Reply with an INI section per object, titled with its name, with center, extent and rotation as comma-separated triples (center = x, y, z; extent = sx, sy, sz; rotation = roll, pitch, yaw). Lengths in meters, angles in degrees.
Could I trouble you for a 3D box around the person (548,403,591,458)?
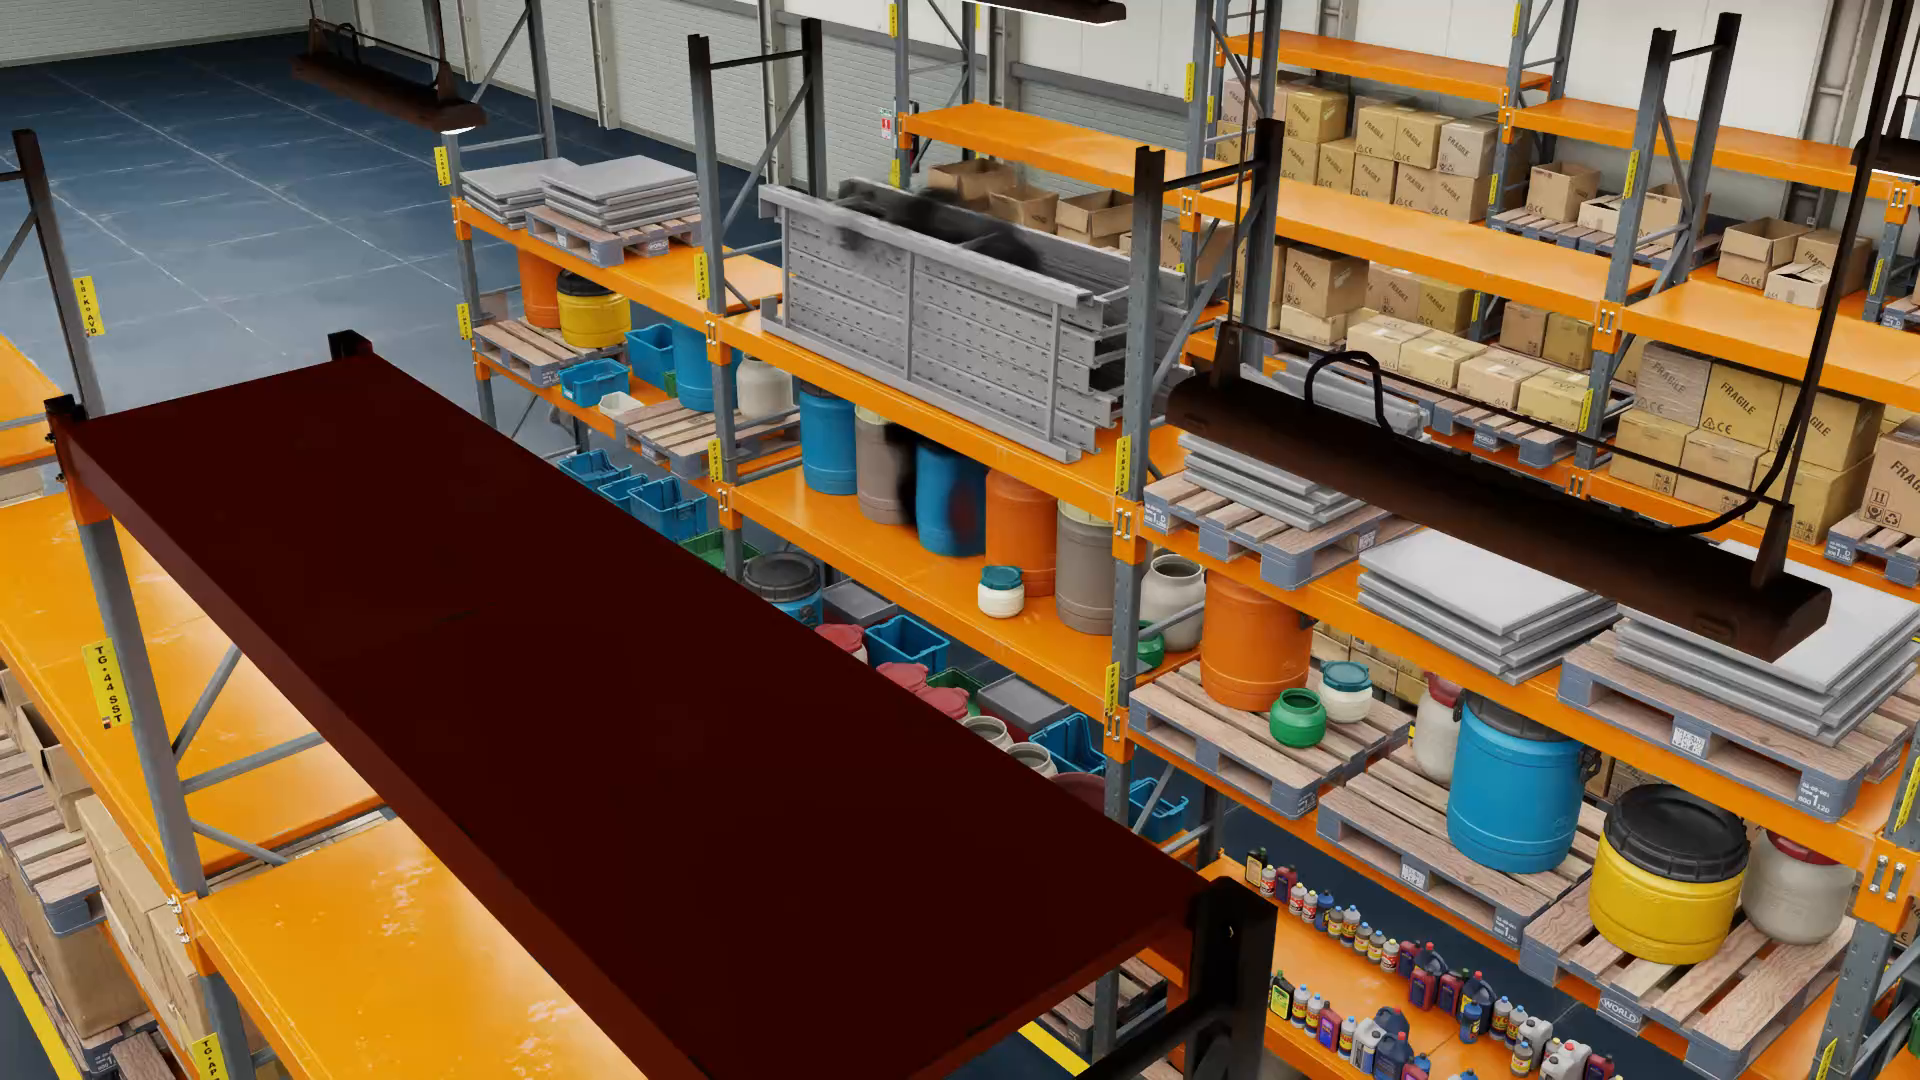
[person]
center = -4.555, -1.657, 19.138
extent = 0.529, 1.546, 0.547
rotation = -8, 28, -16
